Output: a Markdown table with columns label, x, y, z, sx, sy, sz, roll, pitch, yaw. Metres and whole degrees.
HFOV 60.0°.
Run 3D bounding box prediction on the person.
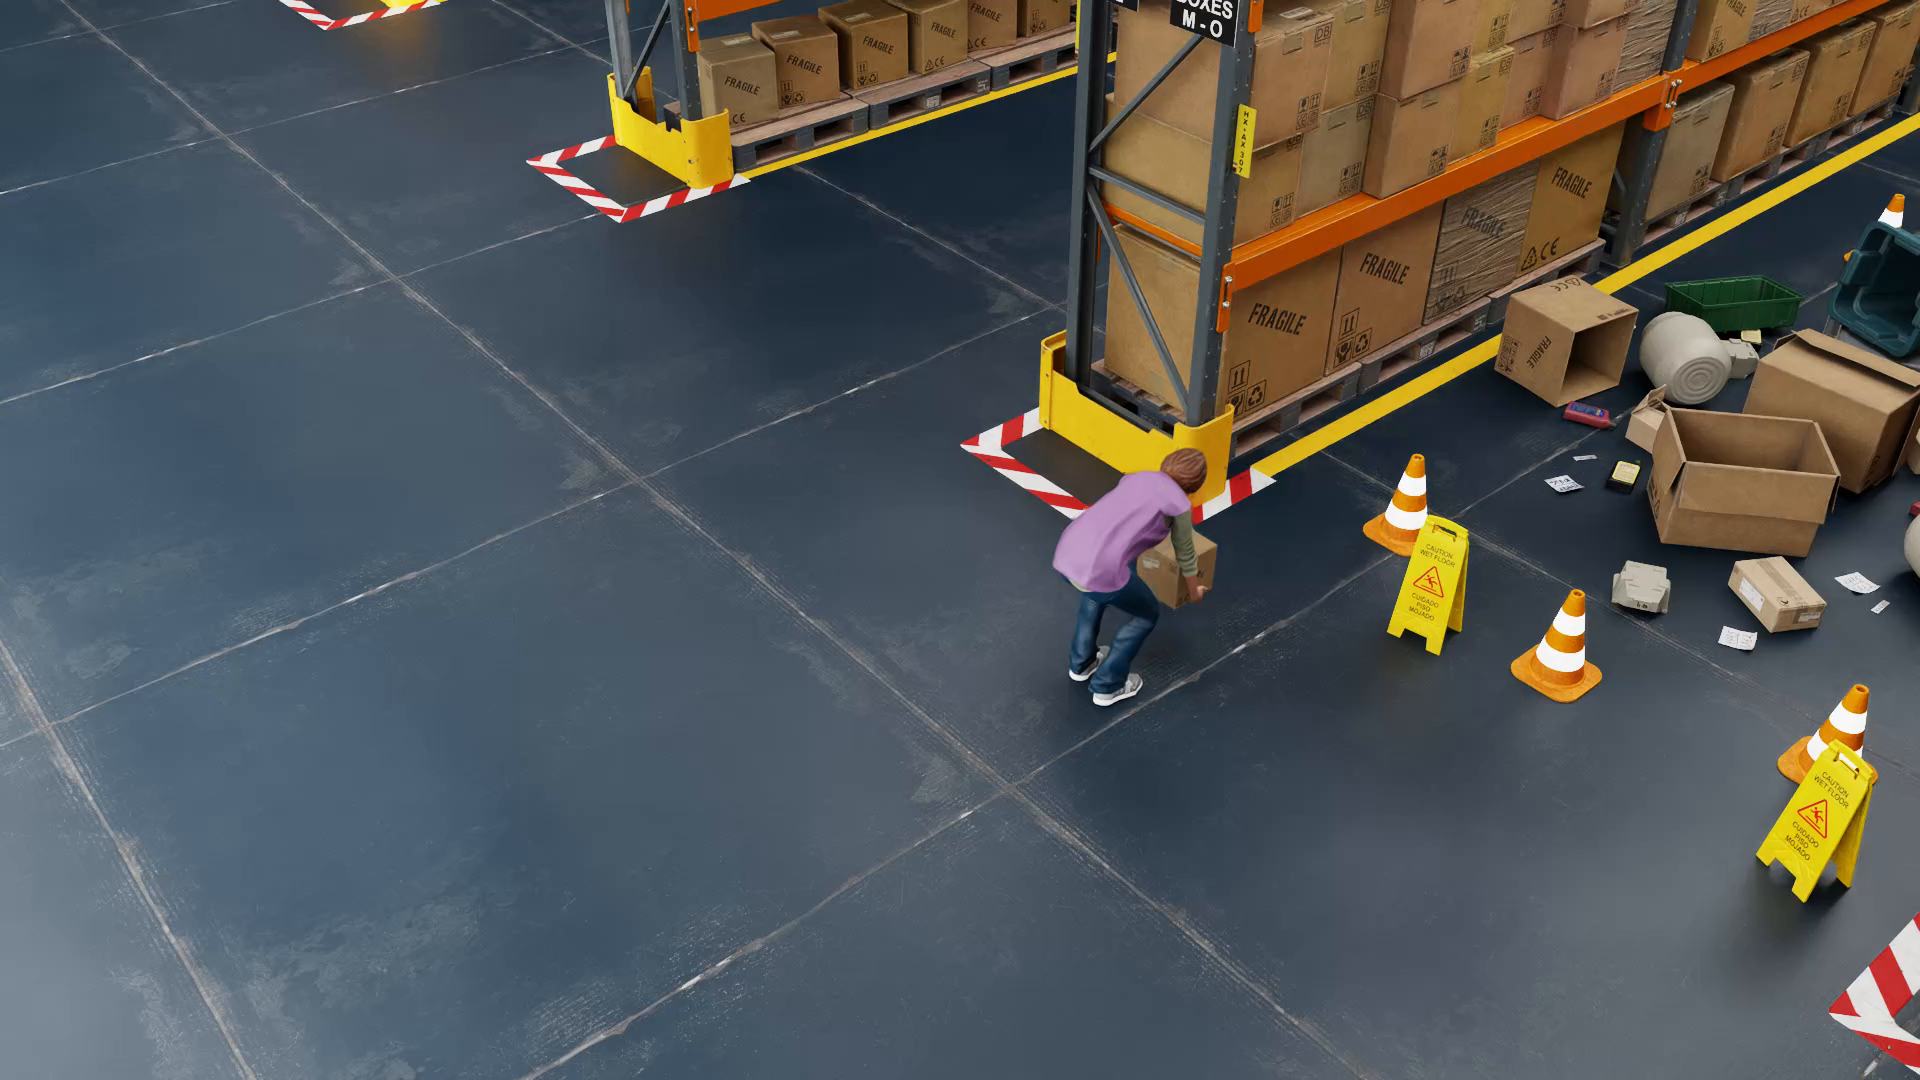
| label | x | y | z | sx | sy | sz | roll | pitch | yaw |
| --- | --- | --- | --- | --- | --- | --- | --- | --- | --- |
| person | 0.763 | 0.168 | 7.331 | 0.855 | 1.036 | 0.408 | -29 | 45 | -33 |
